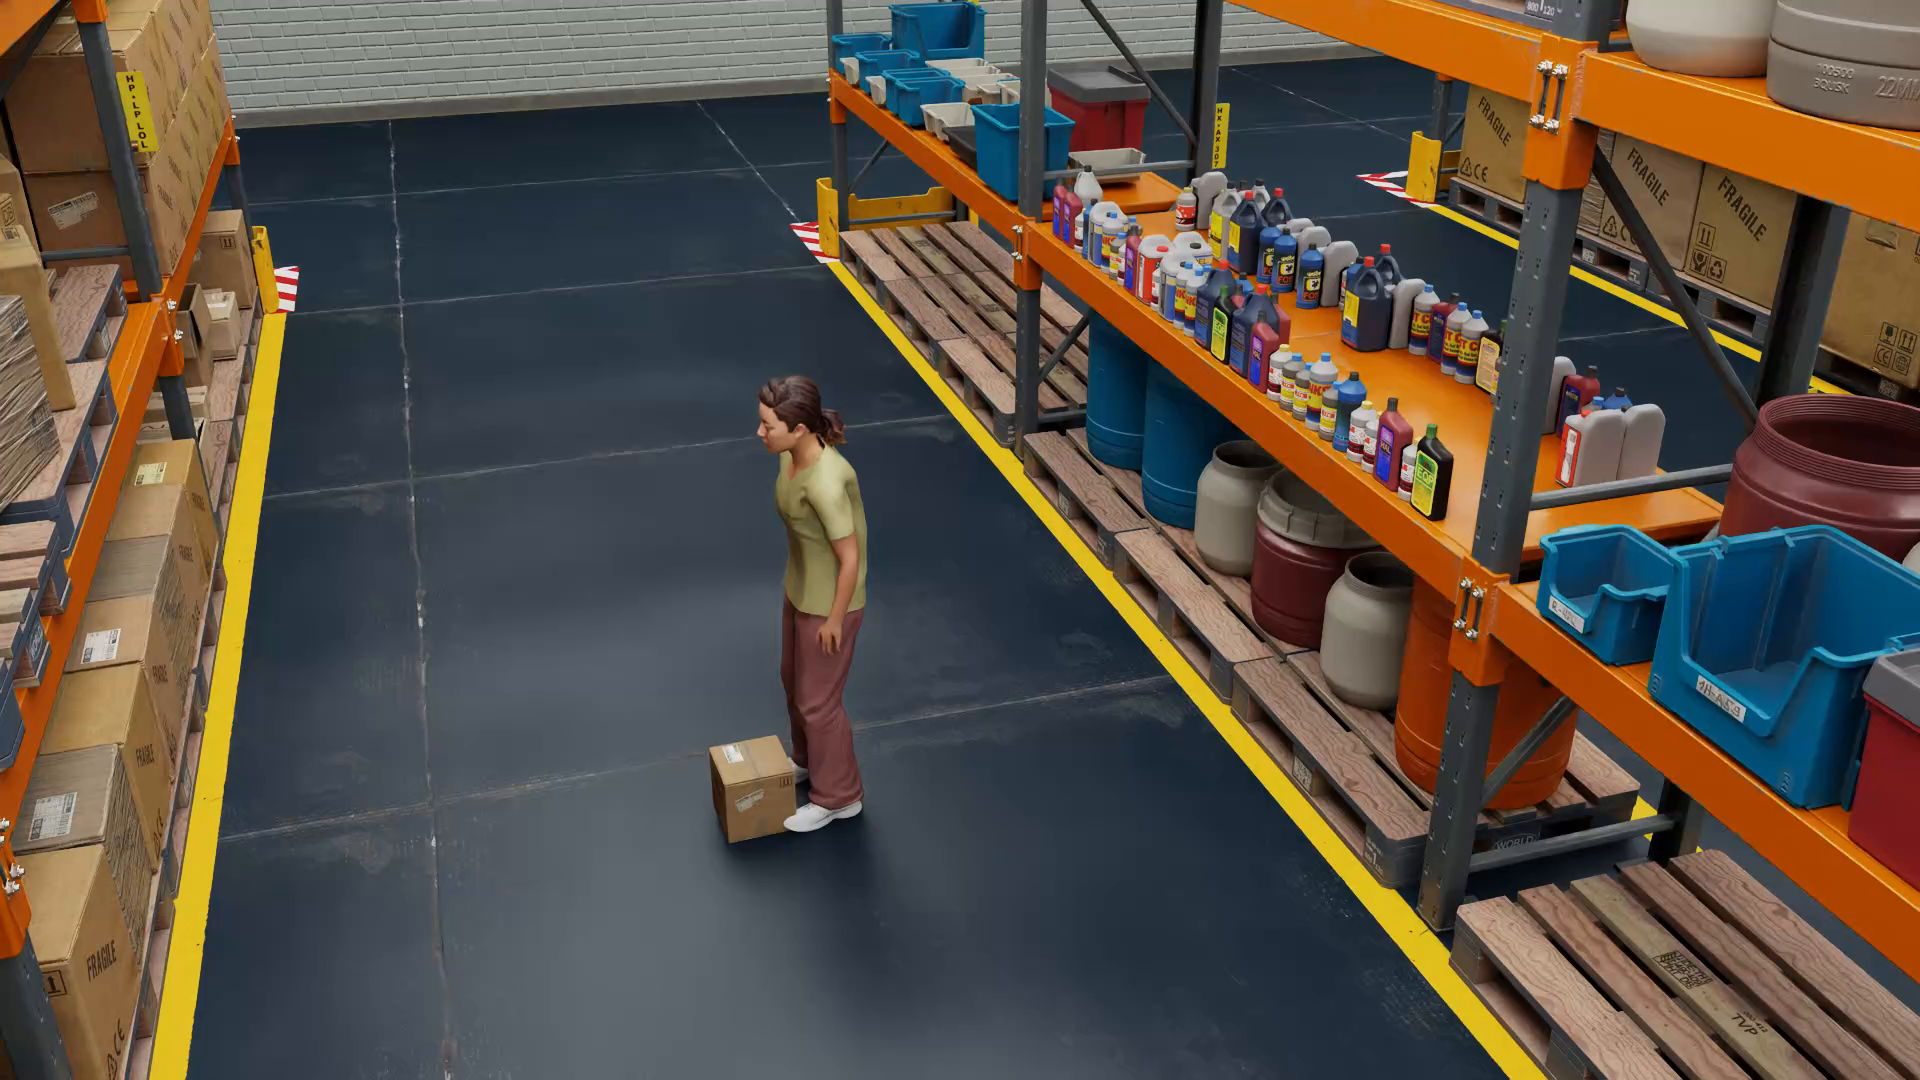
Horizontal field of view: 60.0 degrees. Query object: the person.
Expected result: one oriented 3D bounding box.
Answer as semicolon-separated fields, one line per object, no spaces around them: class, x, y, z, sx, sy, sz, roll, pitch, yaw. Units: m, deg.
person;-0.504;0.210;5.695;0.361;1.672;0.499;-9;28;-18
